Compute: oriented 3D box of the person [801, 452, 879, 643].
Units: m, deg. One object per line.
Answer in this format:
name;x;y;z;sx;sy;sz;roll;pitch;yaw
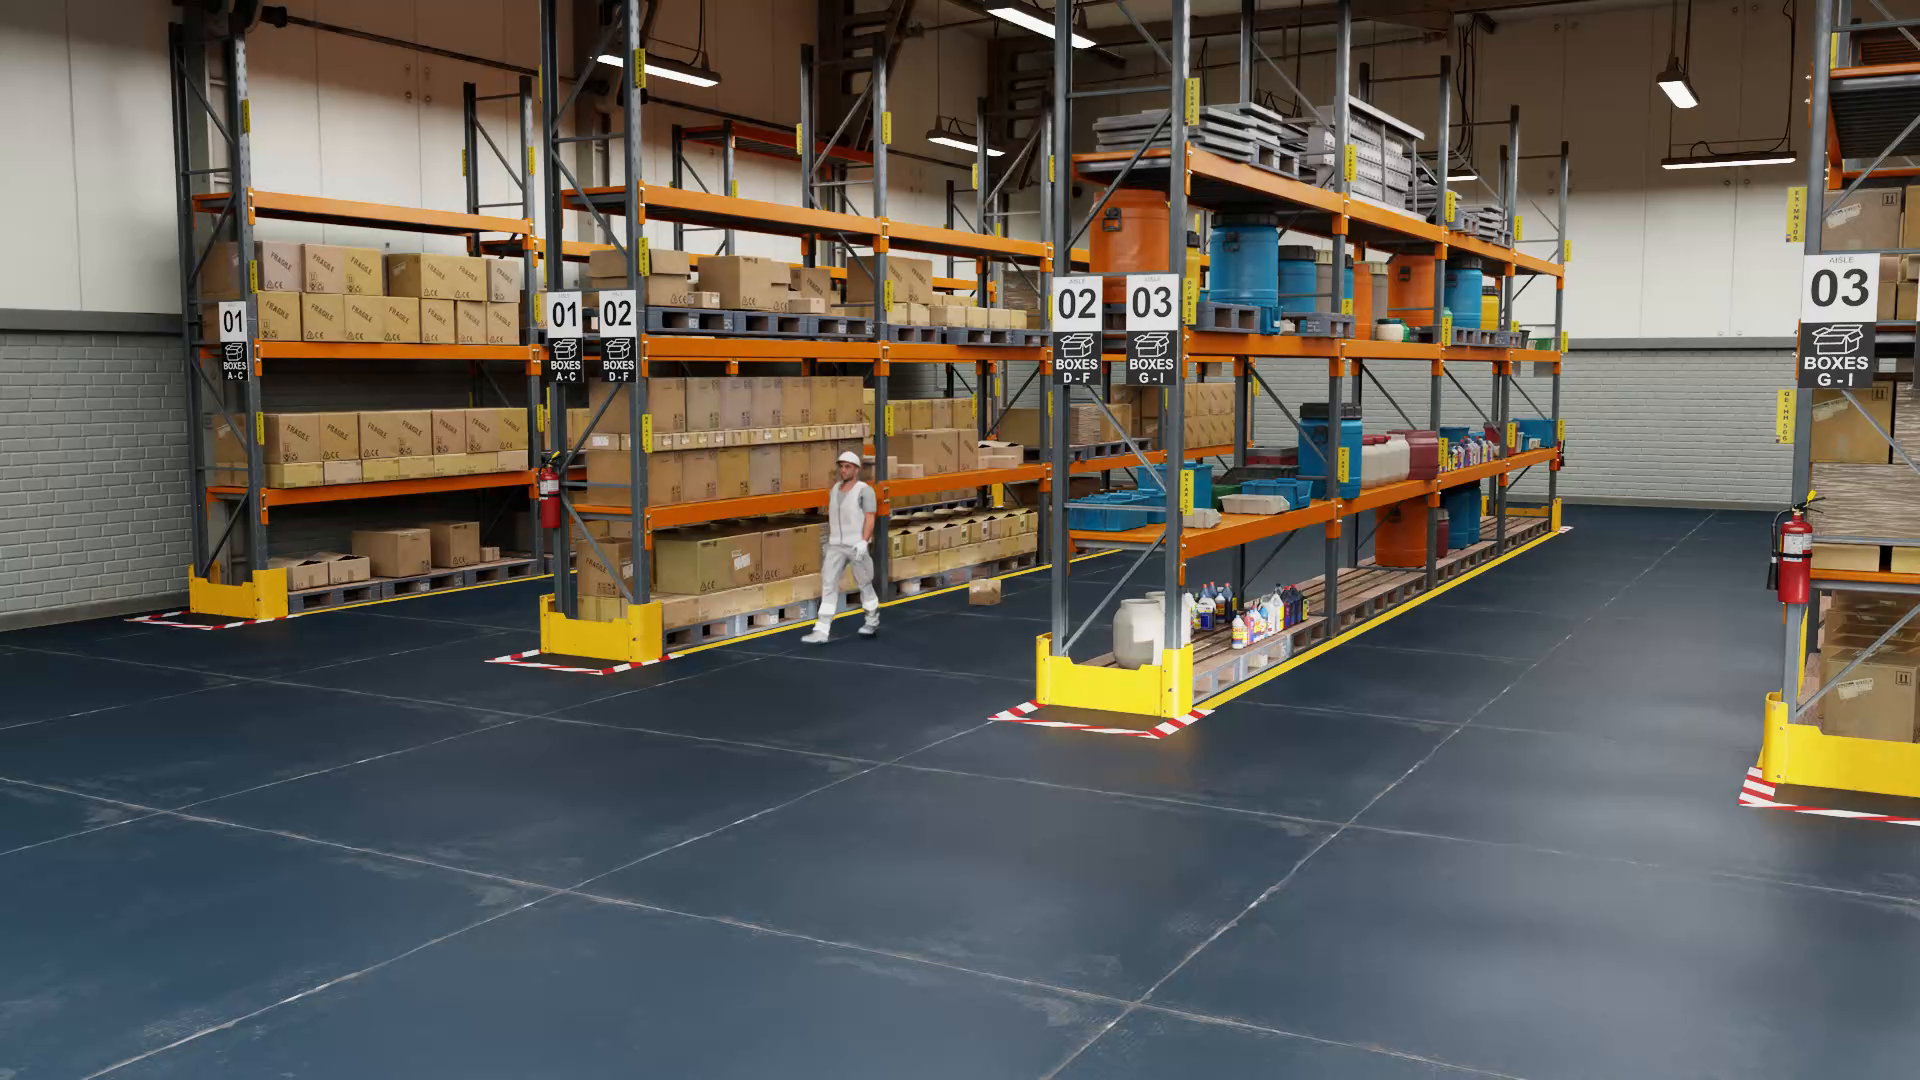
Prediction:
person;-1.062;0.058;15.298;0.587;1.734;1.020;3;7;28
